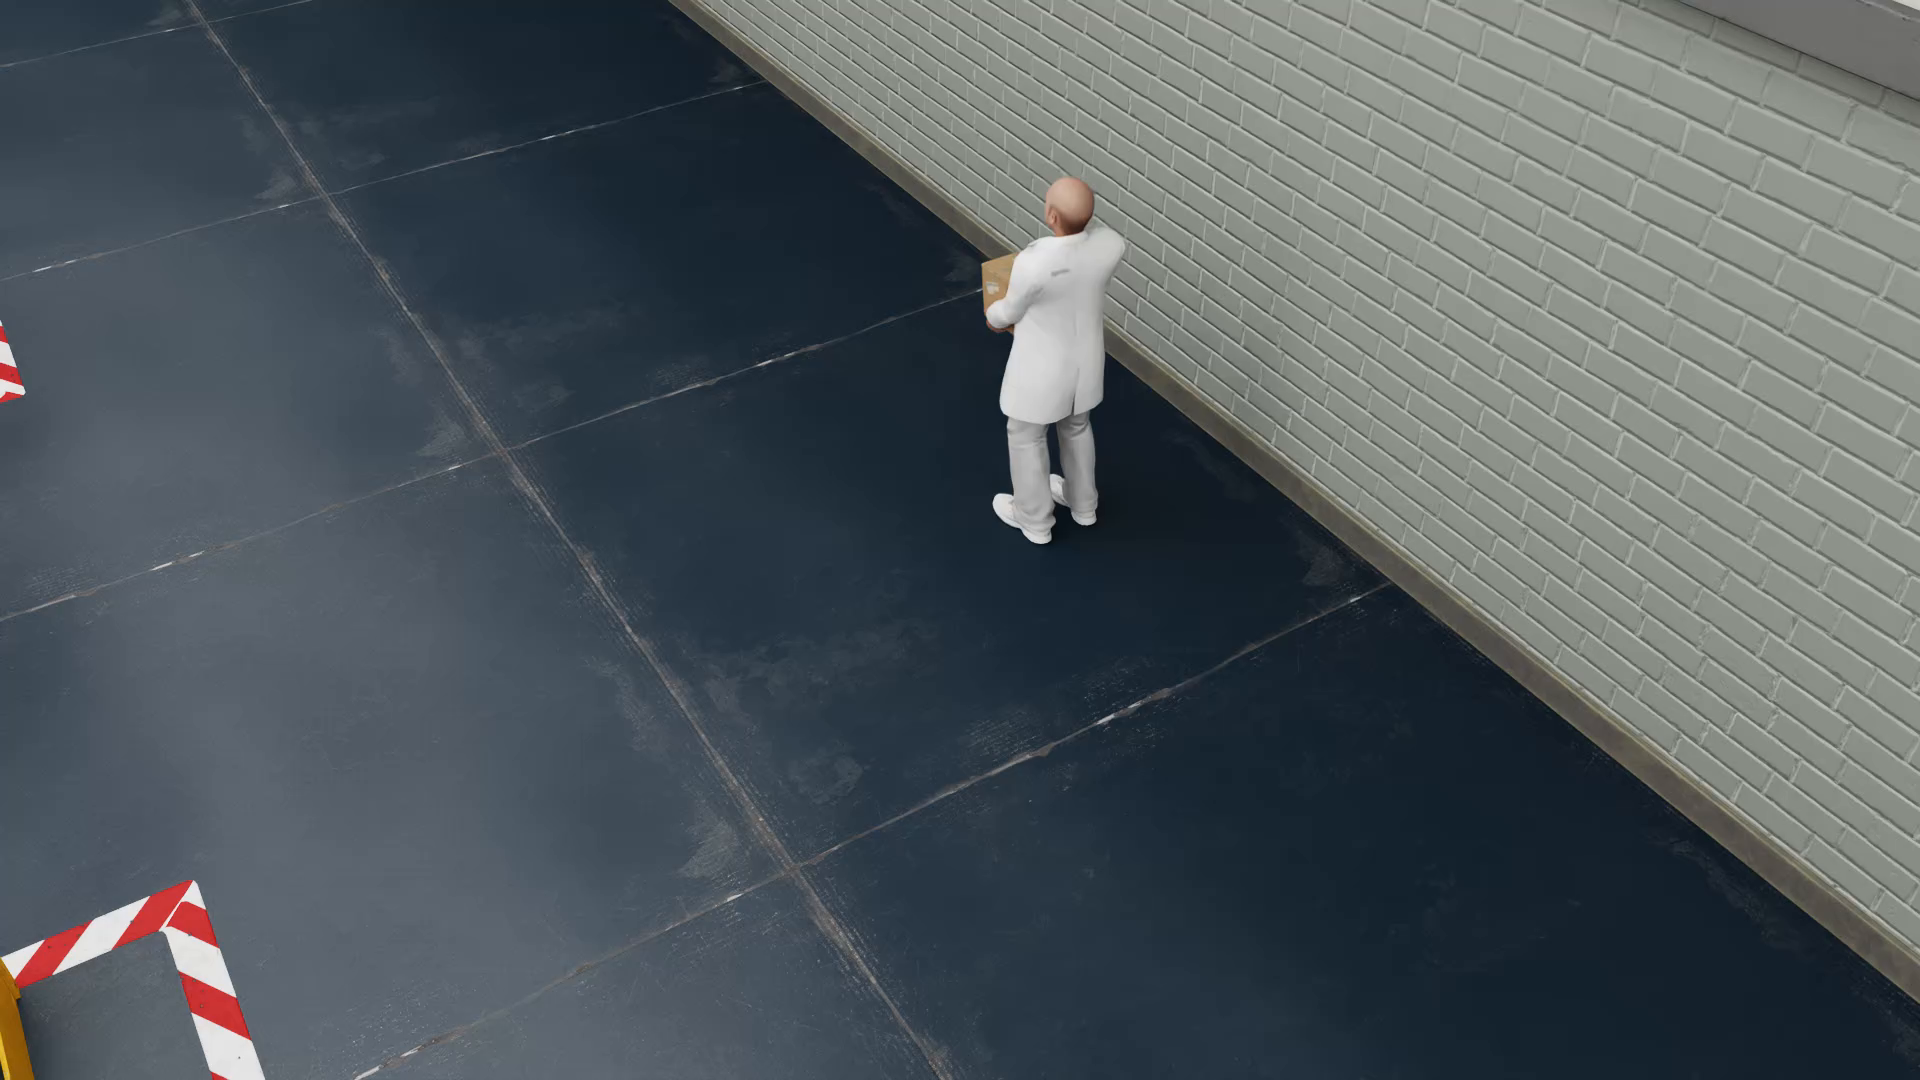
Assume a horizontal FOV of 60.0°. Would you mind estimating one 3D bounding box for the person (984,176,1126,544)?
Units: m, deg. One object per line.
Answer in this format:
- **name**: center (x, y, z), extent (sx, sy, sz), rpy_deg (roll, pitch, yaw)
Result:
- **person**: center (0.359, -0.823, 7.146), extent (0.531, 1.770, 0.555), rpy_deg (-22, 45, -24)
